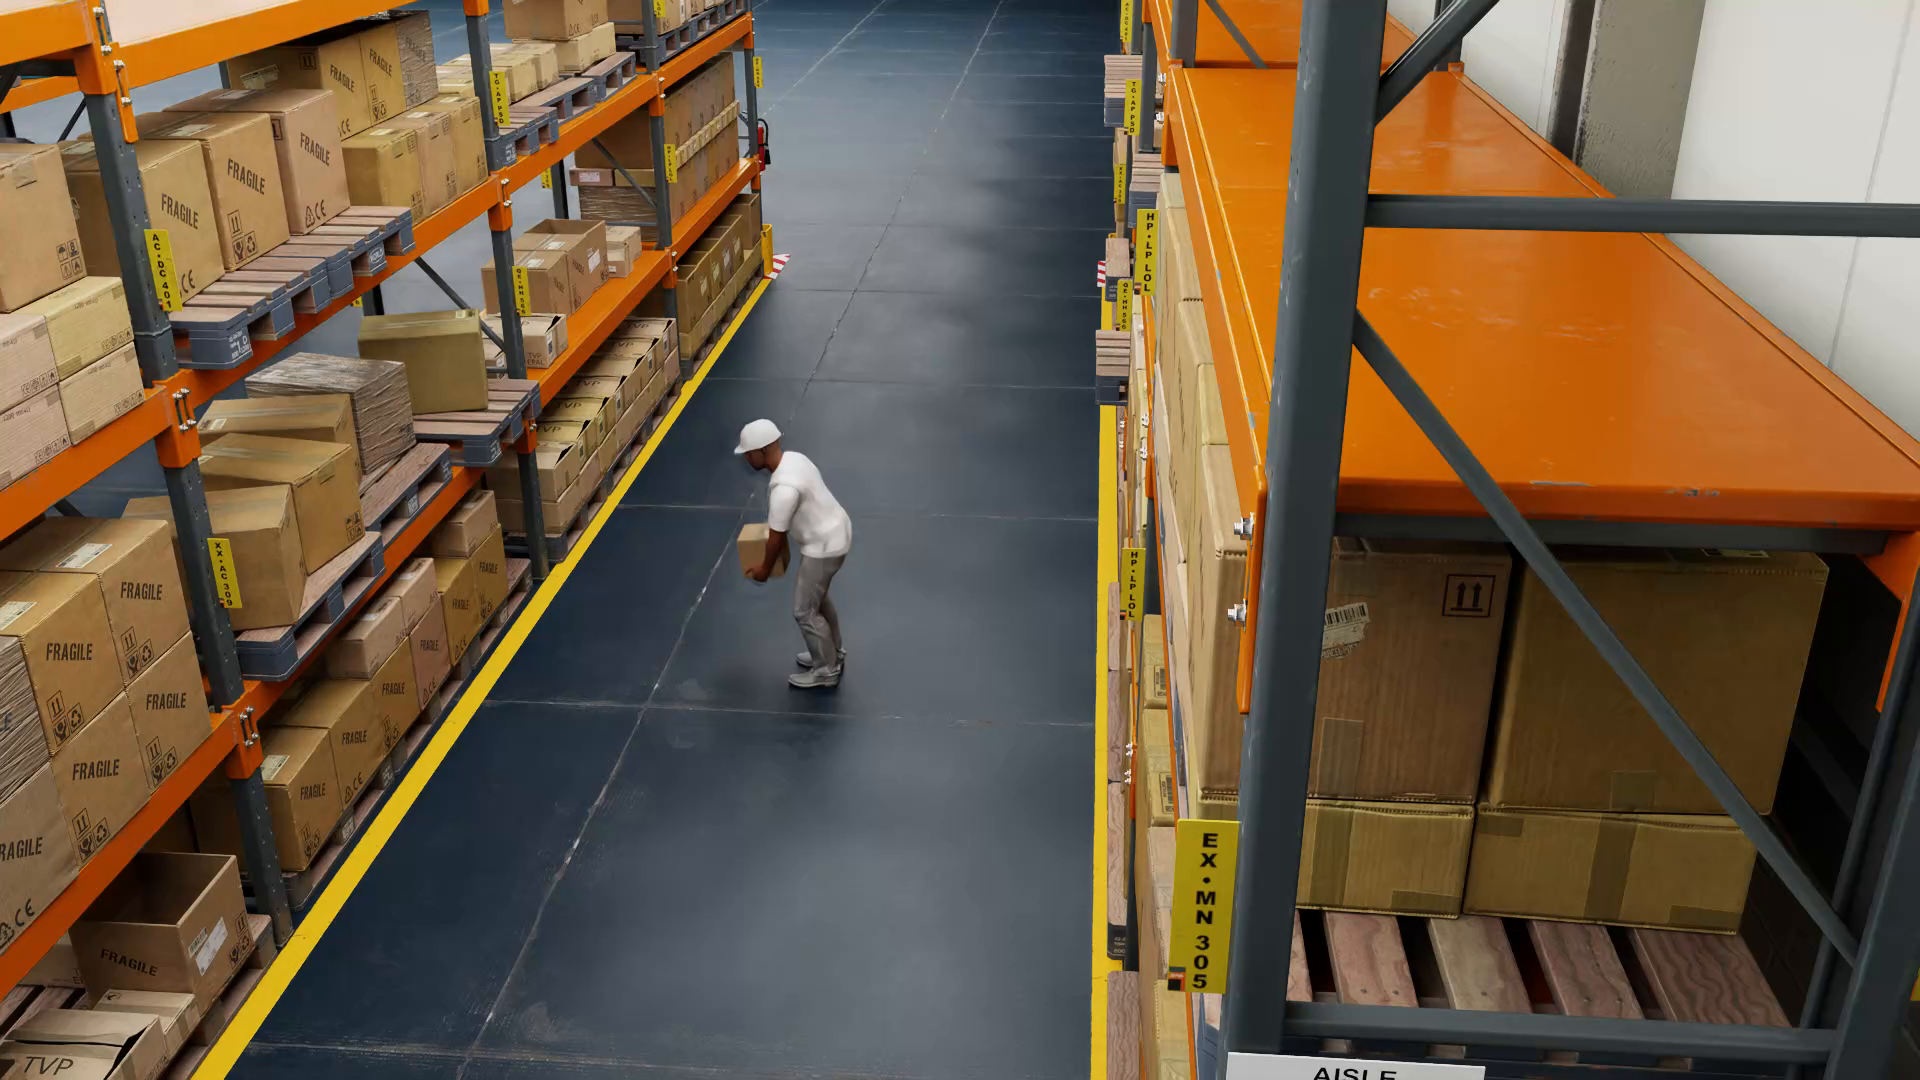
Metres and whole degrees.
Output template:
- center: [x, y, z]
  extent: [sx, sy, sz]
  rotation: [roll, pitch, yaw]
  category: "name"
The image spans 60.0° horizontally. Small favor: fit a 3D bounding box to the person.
- center: [-0.979, 0.071, 9.939]
  extent: [0.670, 1.669, 0.492]
  rotation: [1, 24, 3]
  category: "person"
